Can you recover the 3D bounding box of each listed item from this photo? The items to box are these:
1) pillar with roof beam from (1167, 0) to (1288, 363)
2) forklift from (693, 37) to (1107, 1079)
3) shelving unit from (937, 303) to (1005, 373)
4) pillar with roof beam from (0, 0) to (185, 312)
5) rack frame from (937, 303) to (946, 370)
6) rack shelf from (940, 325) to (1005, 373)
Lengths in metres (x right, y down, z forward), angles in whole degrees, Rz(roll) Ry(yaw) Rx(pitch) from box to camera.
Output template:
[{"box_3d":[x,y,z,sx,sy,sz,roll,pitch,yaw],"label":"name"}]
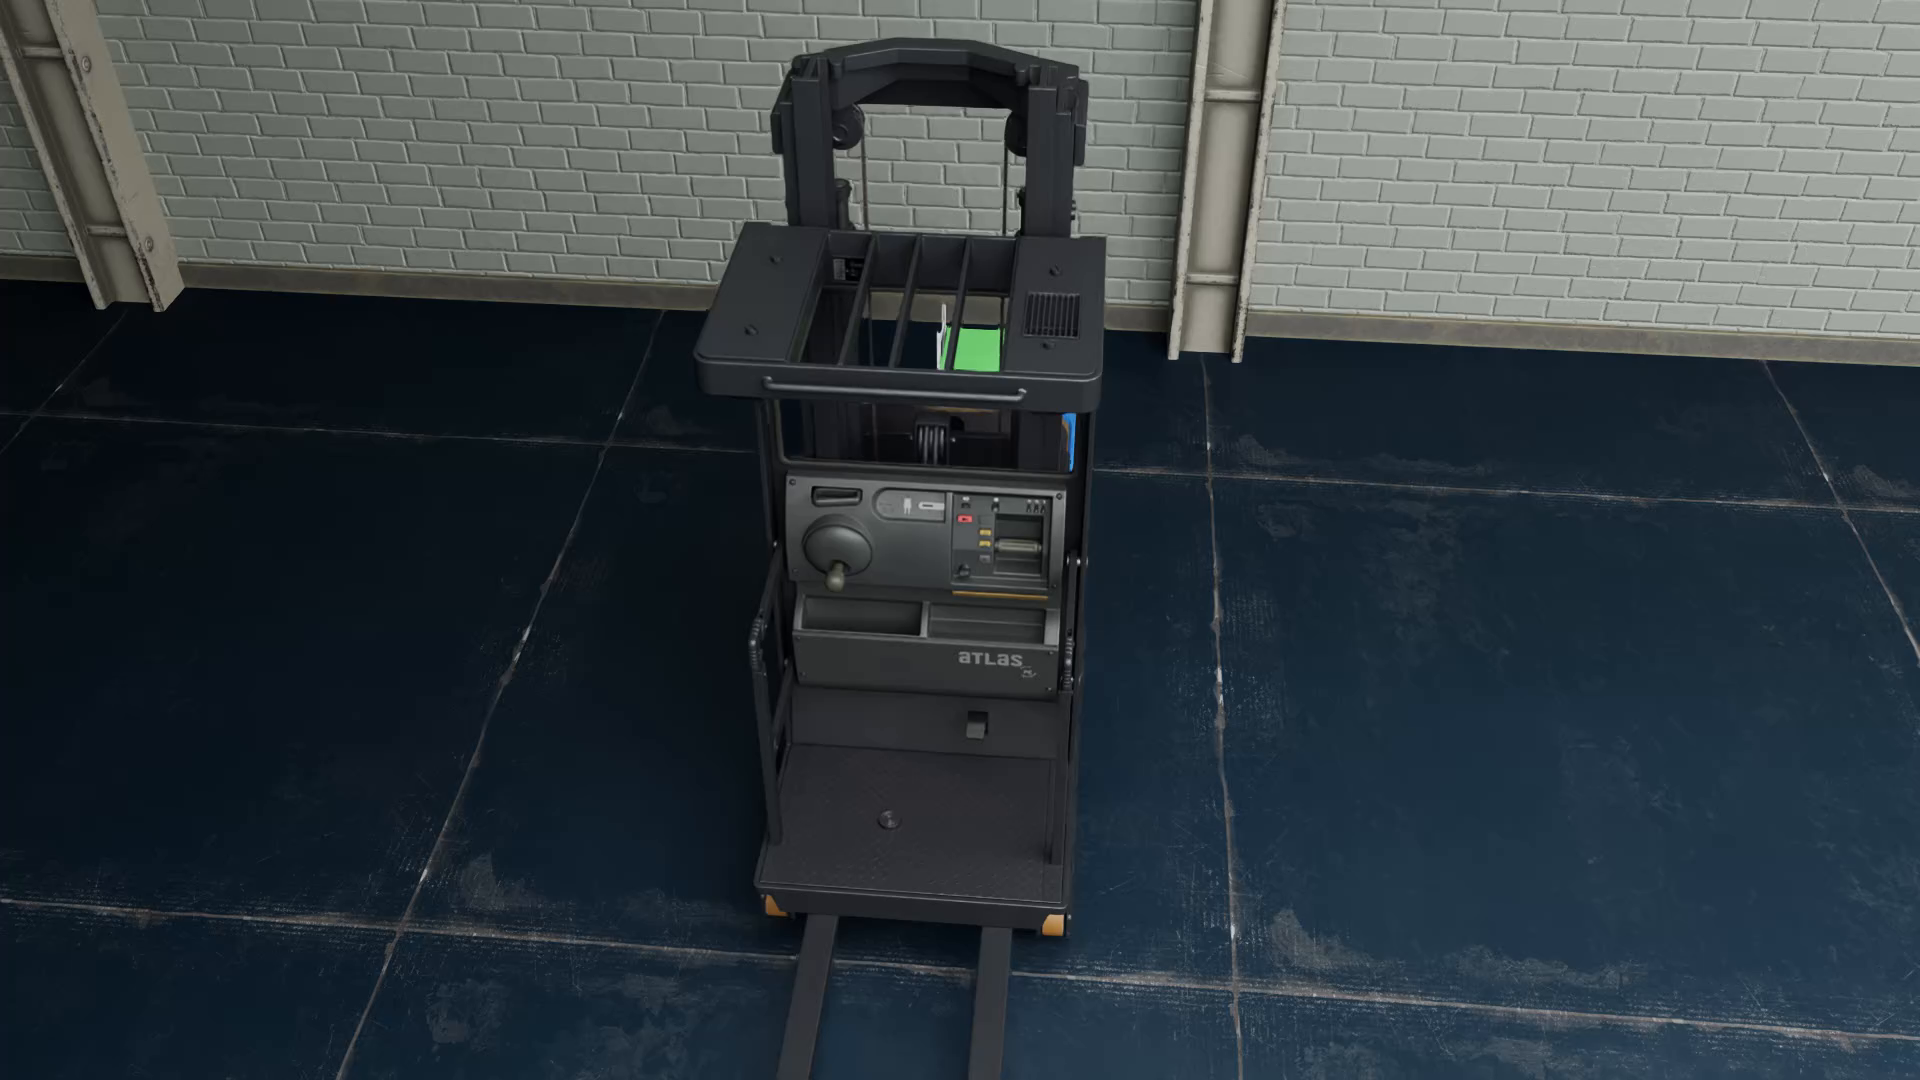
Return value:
[{"box_3d":[0.955,-1.841,2.884,0.400,9.000,9.100,3,39,4],"label":"pillar with roof beam"},{"box_3d":[-0.133,0.063,5.350,1.130,2.935,3.031,3,39,4],"label":"forklift"},{"box_3d":[0.165,-0.456,7.360,0.503,1.200,0.258,3,39,4],"label":"shelving unit"},{"box_3d":[-5.023,-2.168,3.285,0.400,9.000,9.100,3,39,4],"label":"pillar with roof beam"},{"box_3d":[-0.078,-0.470,7.376,0.015,1.200,0.240,3,39,4],"label":"rack frame"},{"box_3d":[0.165,-0.779,7.097,0.480,0.148,0.258,3,39,4],"label":"rack shelf"}]
